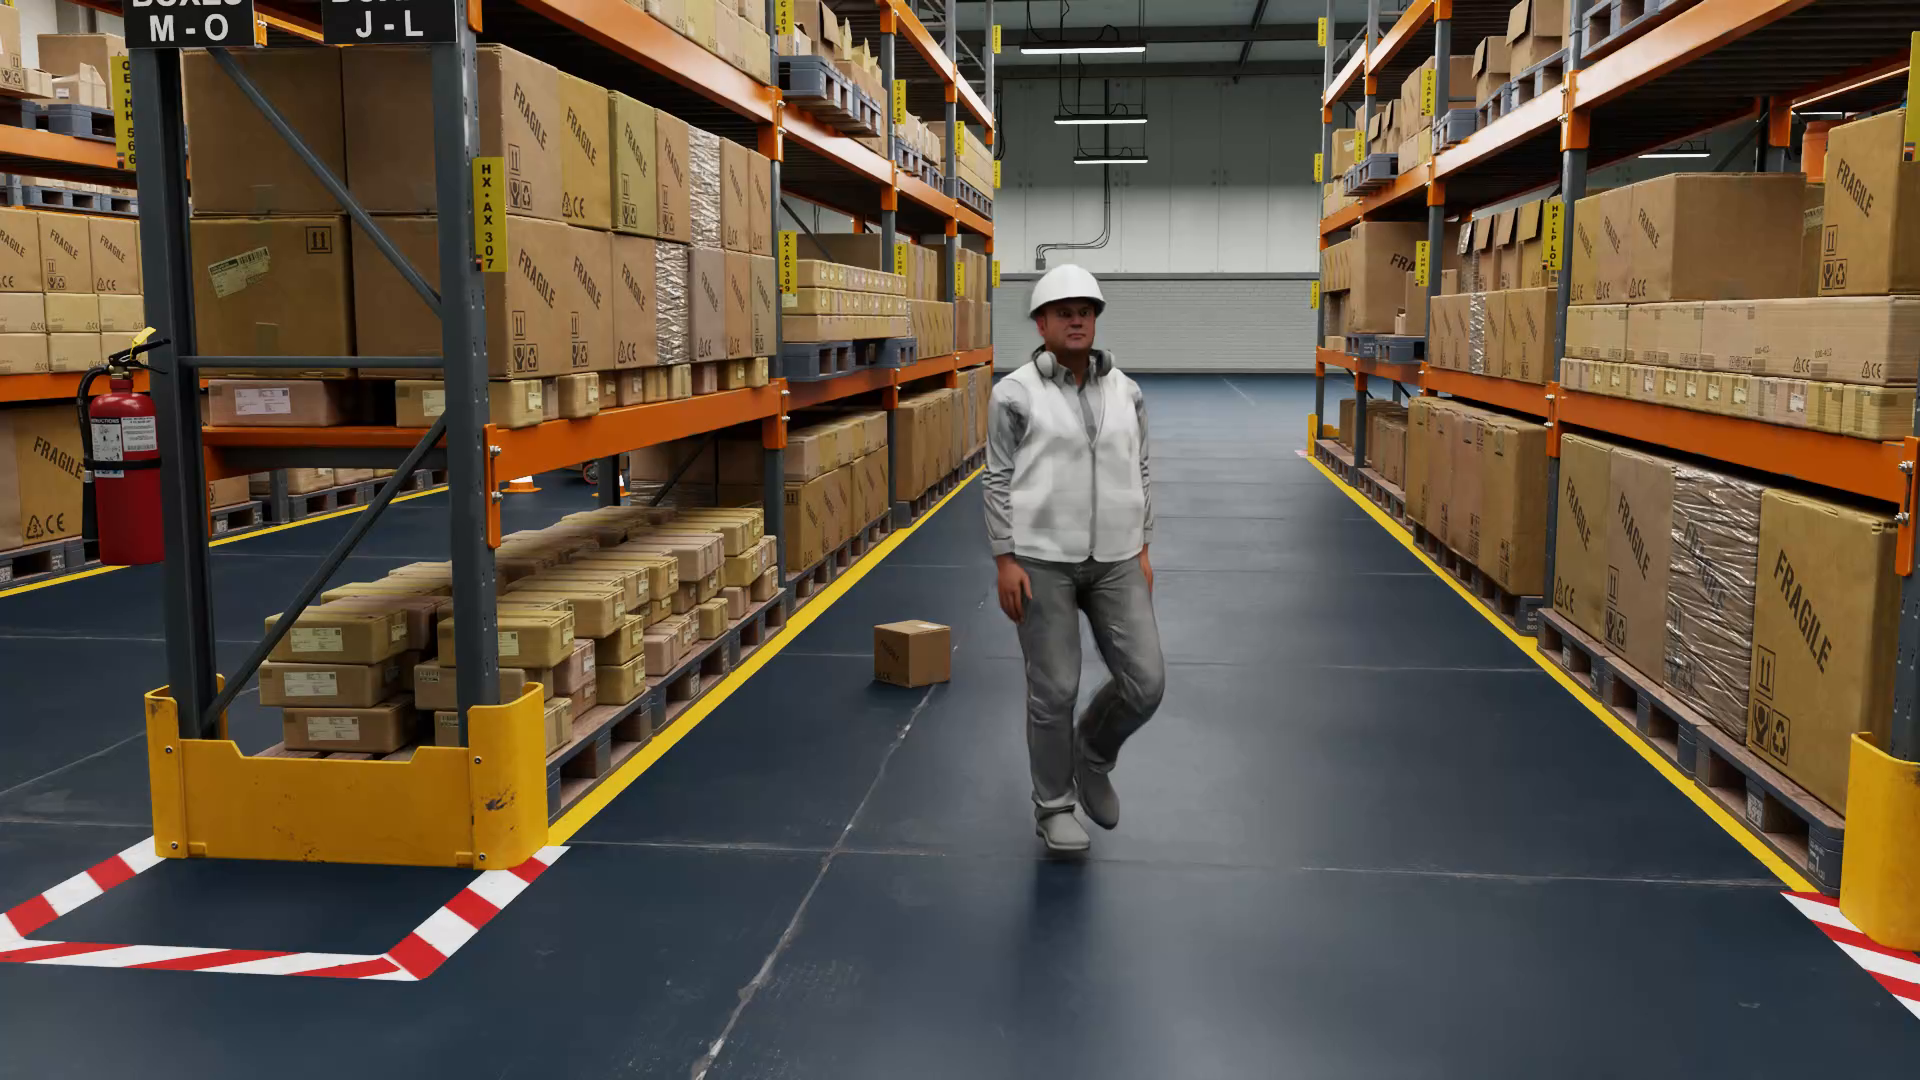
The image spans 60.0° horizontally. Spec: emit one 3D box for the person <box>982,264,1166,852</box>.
[{"bbox_3d":[0.348,0.056,5.042,0.556,1.765,0.467,-2,8,-17],"label":"person"}]
